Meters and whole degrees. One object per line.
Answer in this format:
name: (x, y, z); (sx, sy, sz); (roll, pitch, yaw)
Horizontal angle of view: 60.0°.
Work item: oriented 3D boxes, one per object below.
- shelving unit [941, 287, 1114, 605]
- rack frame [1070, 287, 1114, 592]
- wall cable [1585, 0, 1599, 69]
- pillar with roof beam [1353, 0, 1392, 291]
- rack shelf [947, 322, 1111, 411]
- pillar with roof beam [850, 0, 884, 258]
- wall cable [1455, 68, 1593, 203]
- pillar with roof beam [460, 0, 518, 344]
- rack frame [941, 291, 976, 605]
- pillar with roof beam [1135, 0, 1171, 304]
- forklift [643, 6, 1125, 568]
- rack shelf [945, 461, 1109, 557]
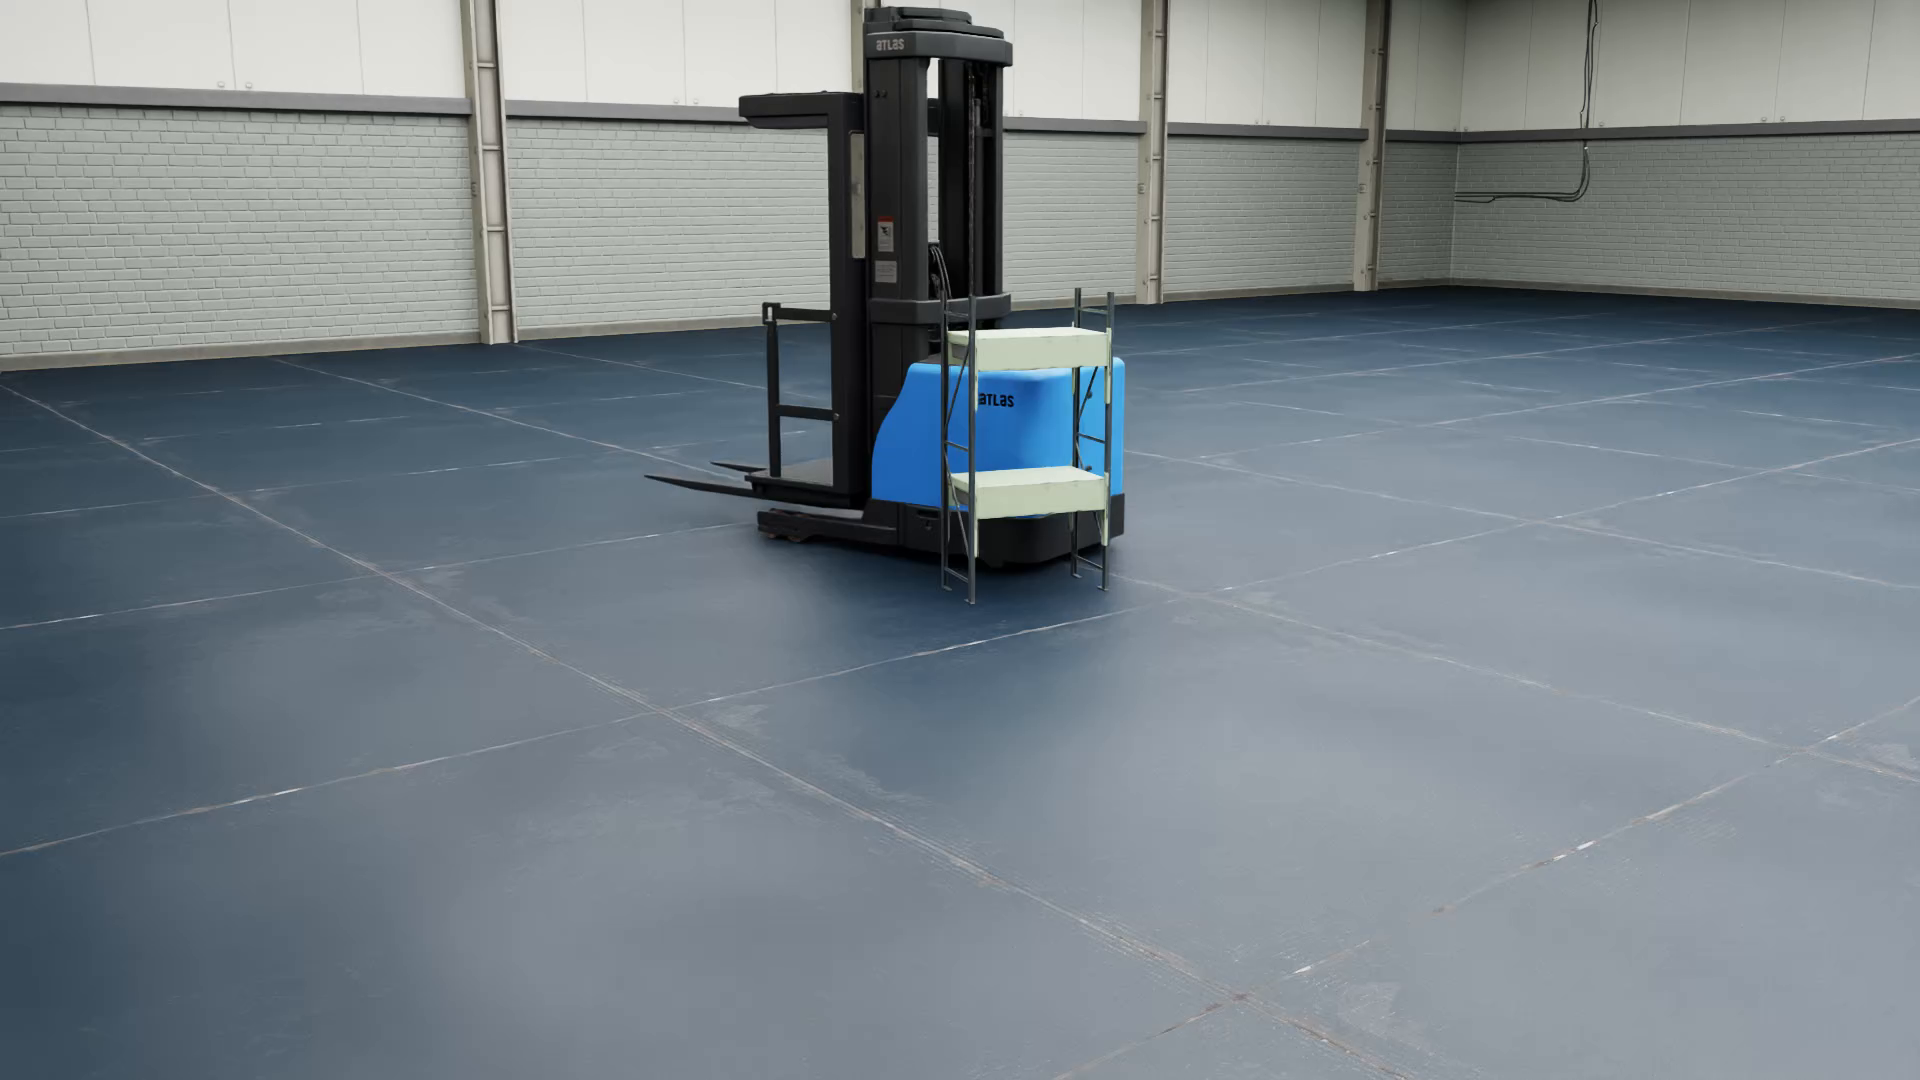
shelving unit: (0.328, -0.483, 8.295); (0.755, 1.500, 0.431); (-5, 13, -22)
rack frame: (0.668, -0.512, 8.429); (0.023, 1.500, 0.400); (-5, 13, -22)
wall cable: (12.818, -10.012, 30.433); (0.112, 2.526, 3.097); (-9, 15, -38)
pillar with roof beam: (10.691, -8.634, 28.623); (0.400, 9.000, 9.100); (-9, 15, -38)
rack shelf: (0.328, -0.865, 8.214); (0.720, 0.370, 0.431); (-5, 13, -22)
pillar with roof beam: (1.321, -7.077, 21.290); (0.400, 9.000, 9.100); (-9, 15, -38)
wall cable: (11.128, -7.981, 33.024); (0.112, 2.526, 3.097); (-9, 15, -38)
pillar with roof beam: (-3.364, -6.298, 17.624); (0.400, 9.000, 9.100); (-9, 15, -38)
rack frame: (-0.011, -0.455, 8.160); (0.023, 1.500, 0.400); (-5, 13, -22)
pillar with roof beam: (6.006, -7.855, 24.957); (0.400, 9.000, 9.100); (-9, 15, -38)
forklift: (-0.567, -1.500, 9.639); (3.031, 2.935, 1.130); (8, 15, 34)
rack shelf: (0.328, -0.165, 8.363); (0.720, 0.370, 0.431); (-5, 13, -22)
